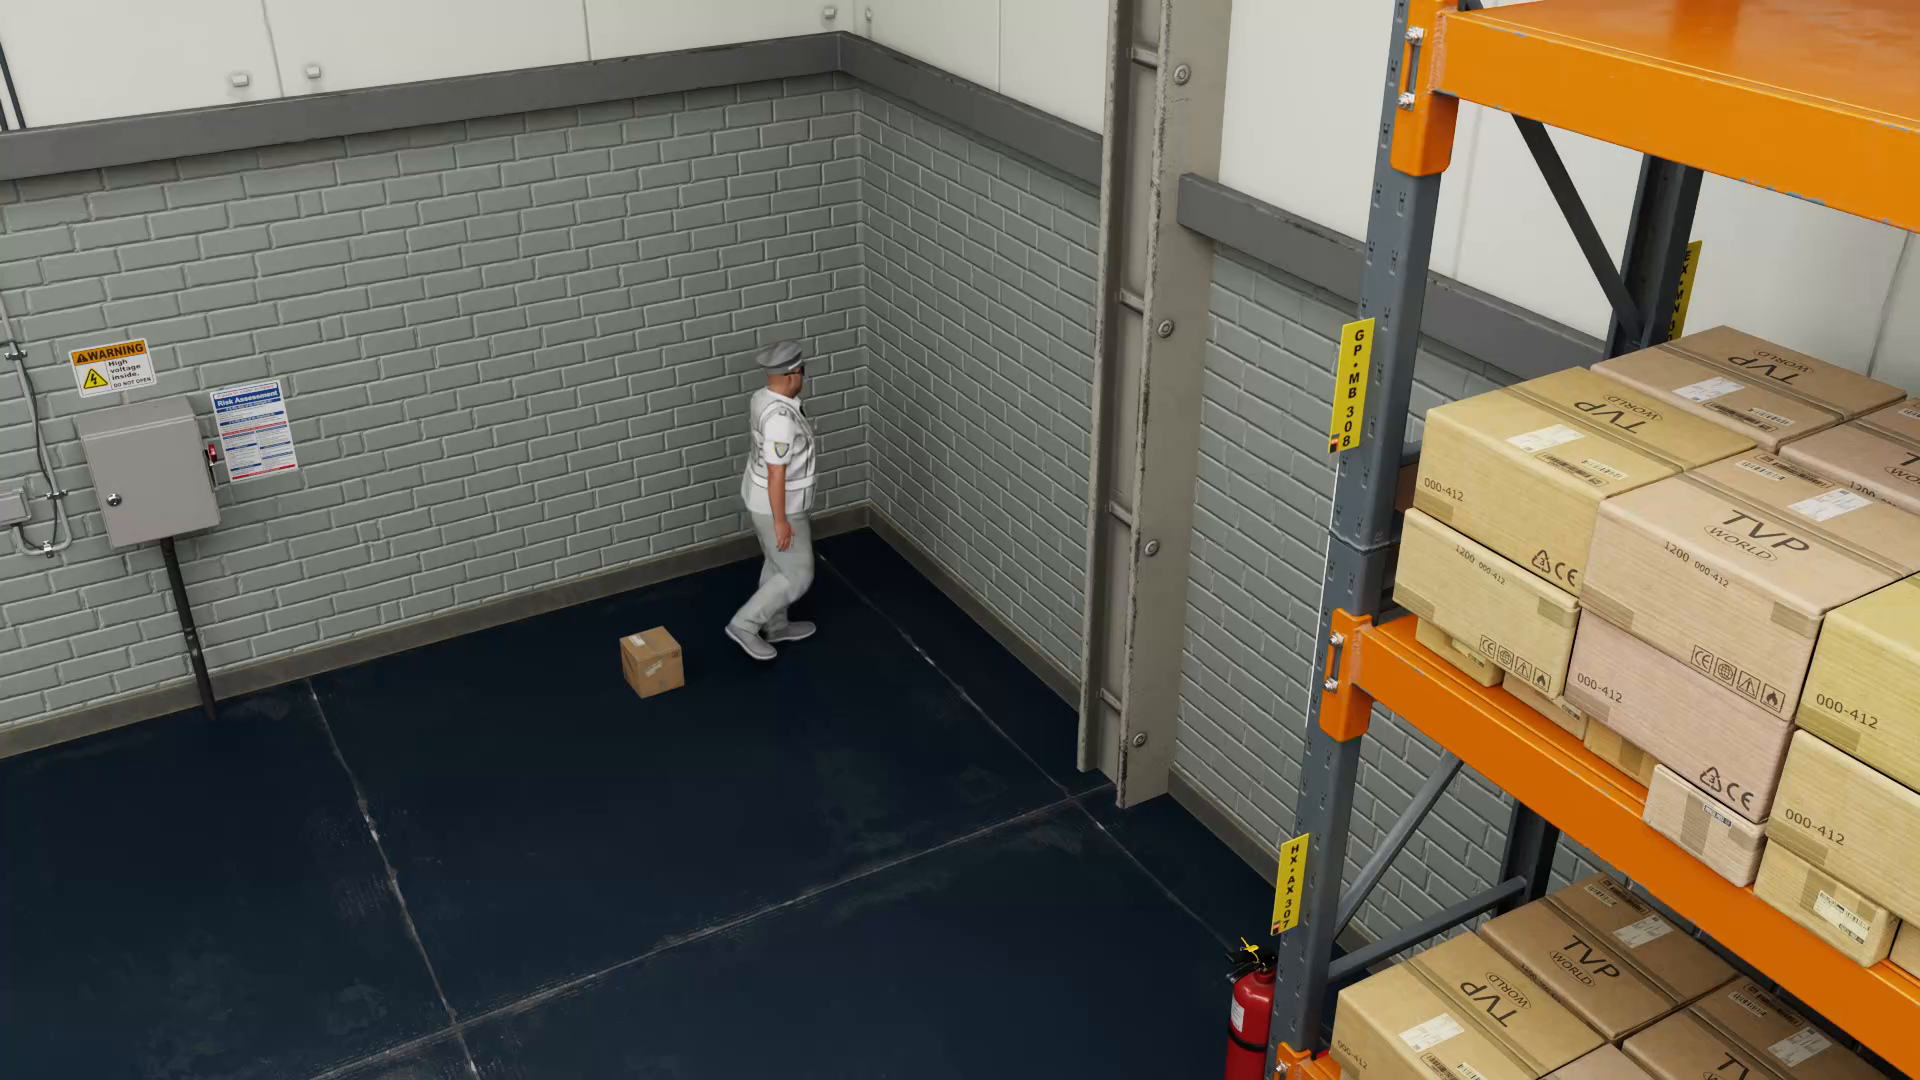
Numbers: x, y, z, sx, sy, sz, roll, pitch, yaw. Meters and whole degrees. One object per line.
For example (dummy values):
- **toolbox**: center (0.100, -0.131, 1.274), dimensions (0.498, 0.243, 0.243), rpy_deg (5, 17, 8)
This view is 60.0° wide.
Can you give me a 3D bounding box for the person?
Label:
- **person**: center (-1.036, -0.188, 8.890), dimensions (0.568, 1.754, 0.602), rpy_deg (-7, 30, -13)
